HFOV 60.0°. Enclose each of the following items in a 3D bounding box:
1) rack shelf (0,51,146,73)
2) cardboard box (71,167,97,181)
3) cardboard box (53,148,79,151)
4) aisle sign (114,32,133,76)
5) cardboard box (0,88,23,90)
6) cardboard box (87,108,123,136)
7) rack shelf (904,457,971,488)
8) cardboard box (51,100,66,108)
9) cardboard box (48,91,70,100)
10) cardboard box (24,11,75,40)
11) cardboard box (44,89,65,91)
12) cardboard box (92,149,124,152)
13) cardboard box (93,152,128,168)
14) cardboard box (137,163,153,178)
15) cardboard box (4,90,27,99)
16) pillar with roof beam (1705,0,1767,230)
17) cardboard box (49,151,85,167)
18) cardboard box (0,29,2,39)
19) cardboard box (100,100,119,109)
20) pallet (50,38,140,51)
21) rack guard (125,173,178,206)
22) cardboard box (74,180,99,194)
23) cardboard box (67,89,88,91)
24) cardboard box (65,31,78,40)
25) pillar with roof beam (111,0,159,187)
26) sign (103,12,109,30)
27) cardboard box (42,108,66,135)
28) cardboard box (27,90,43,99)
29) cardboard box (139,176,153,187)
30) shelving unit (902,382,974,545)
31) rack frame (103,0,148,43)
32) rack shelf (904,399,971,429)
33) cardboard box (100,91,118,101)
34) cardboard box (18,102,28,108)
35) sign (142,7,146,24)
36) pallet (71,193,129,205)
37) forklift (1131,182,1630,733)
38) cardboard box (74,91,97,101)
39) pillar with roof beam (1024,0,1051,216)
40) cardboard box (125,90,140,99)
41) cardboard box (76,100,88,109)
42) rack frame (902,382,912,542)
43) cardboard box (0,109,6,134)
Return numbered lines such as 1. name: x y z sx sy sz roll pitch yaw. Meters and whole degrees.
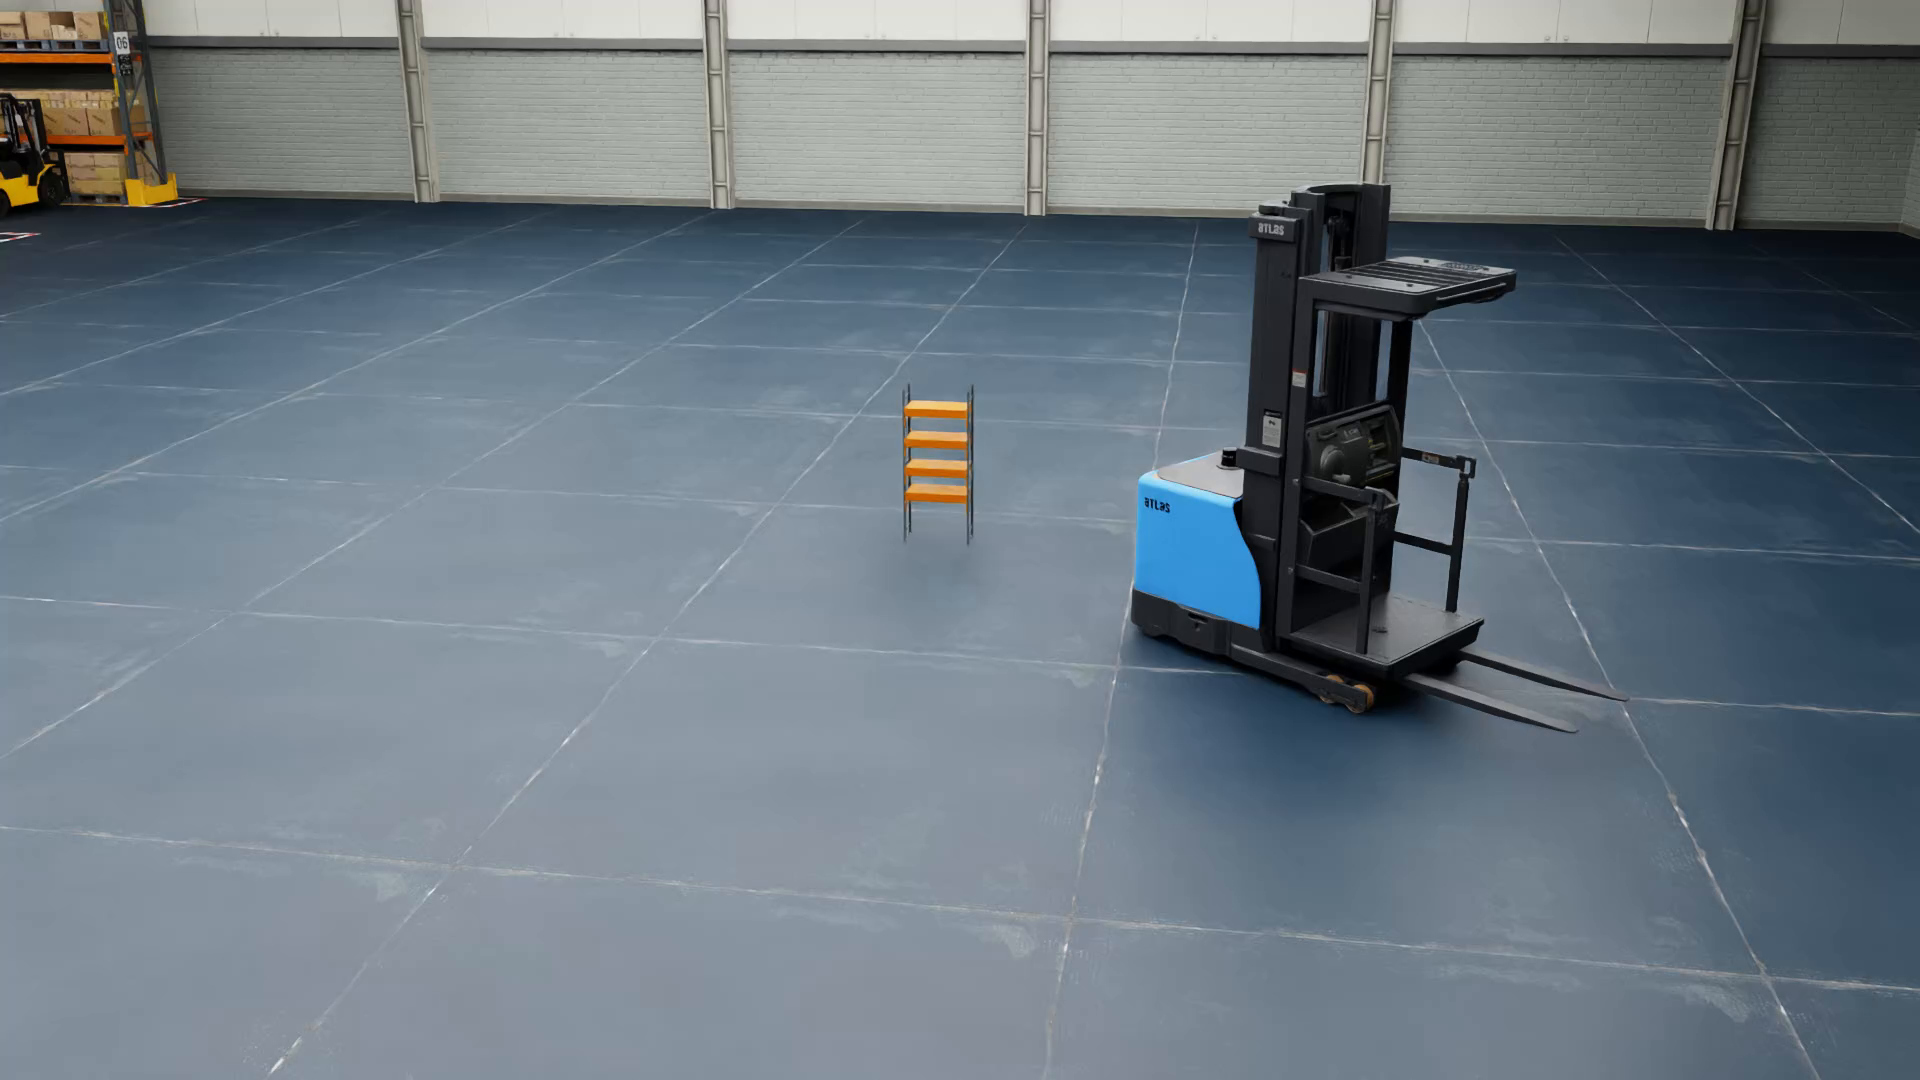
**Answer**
1. rack shelf: -17.798 -9.230 32.061 4.000 0.370 1.077 3 19 9
2. cardboard box: -16.847 -7.136 32.279 0.500 0.250 0.500 3 19 8
3. cardboard box: -17.759 -7.582 32.823 0.500 0.250 0.500 3 19 8
4. aisle sign: -15.805 -9.186 31.425 0.004 0.787 0.394 3 19 9
5. cardboard box: -18.648 -8.797 32.710 0.250 0.149 0.380 3 19 8
6. cardboard box: -16.351 -8.038 31.935 0.500 0.500 0.500 3 19 7
7. rack shelf: -0.163 -0.514 12.651 0.480 0.148 0.258 3 19 9
8. cardboard box: -17.228 -8.384 31.944 0.250 0.149 0.380 2 19 7
9. cardboard box: -17.231 -8.518 31.877 0.250 0.149 0.380 3 19 10
10. cardboard box: -17.295 -9.794 31.634 0.500 0.500 0.700 3 19 9
11. cardboard box: -17.644 -8.715 32.466 0.250 0.149 0.380 3 19 9
12. cardboard box: -16.762 -7.525 32.655 0.500 0.250 0.500 3 19 9
13. cardboard box: -16.328 -7.343 32.111 0.500 0.250 0.500 4 19 10
14. cardboard box: -16.255 -7.269 32.678 0.500 0.250 0.500 3 19 10
15. cardboard box: -18.221 -8.597 32.113 0.250 0.149 0.380 3 19 8
16. pillar with roof beam: 12.569 -8.352 23.576 0.400 9.000 9.100 3 19 9
17. cardboard box: -17.333 -7.389 32.248 0.500 0.250 0.500 3 19 9
18. cardboard box: -18.356 -9.685 31.679 0.258 0.266 0.396 2 19 7
19. cardboard box: -16.211 -8.333 31.793 0.250 0.149 0.380 3 19 9
20. pallet: -16.518 -9.473 31.791 1.213 0.211 1.003 3 19 9
21. rack guard: -15.800 -6.862 32.515 0.348 0.500 1.175 3 19 9
22. cardboard box: -16.827 -6.896 32.351 0.500 0.250 0.500 3 19 9
23. cardboard box: -17.144 -8.683 32.372 0.250 0.149 0.380 4 19 10
24. cardboard box: -16.690 -9.545 31.444 0.250 0.149 0.380 2 19 7
25. pillar with roof beam: -17.051 -9.862 28.088 0.400 9.000 9.100 3 19 9
26. sign: -15.924 -9.684 31.012 0.005 0.325 0.100 3 19 9
27. cardboard box: -17.368 -8.093 32.098 0.500 0.500 0.500 3 19 8
28. cardboard box: -17.726 -8.572 32.038 0.250 0.149 0.380 3 19 9
29. cardboard box: -16.278 -7.030 32.749 0.500 0.250 0.500 3 19 9
30. shelving unit: -0.163 -0.577 12.630 0.503 1.200 0.258 3 19 9
31. rack frame: -15.824 -10.893 31.170 0.127 3.000 1.000 3 19 9
32. rack shelf: -0.163 -0.950 12.505 0.480 0.148 0.258 3 19 9
33. cardboard box: -16.211 -8.496 31.813 0.250 0.149 0.380 3 19 9
34. cardboard box: -17.977 -8.422 32.060 0.250 0.149 0.380 3 19 8
35. sign: -15.730 -10.097 32.014 0.005 0.325 0.100 3 19 9
36. pallet: -16.585 -6.751 32.641 1.213 0.211 1.003 3 19 9
37. forklift: 2.511 -0.558 9.844 1.130 2.935 3.031 -17 25 -41
38. cardboard box: -16.722 -8.504 31.835 0.250 0.149 0.380 3 19 10
39. pillar with roof beam: 0.721 -8.956 25.381 0.400 9.000 9.100 3 19 9
40. cardboard box: -16.121 -8.628 32.207 0.250 0.149 0.380 3 19 8
41. cardboard box: -16.714 -8.369 31.900 0.250 0.149 0.380 3 19 10
42. rack frame: -0.404 -0.590 12.667 0.015 1.200 0.240 3 19 9
43. cardboard box: -18.359 -8.147 32.259 0.500 0.500 0.500 3 19 8
